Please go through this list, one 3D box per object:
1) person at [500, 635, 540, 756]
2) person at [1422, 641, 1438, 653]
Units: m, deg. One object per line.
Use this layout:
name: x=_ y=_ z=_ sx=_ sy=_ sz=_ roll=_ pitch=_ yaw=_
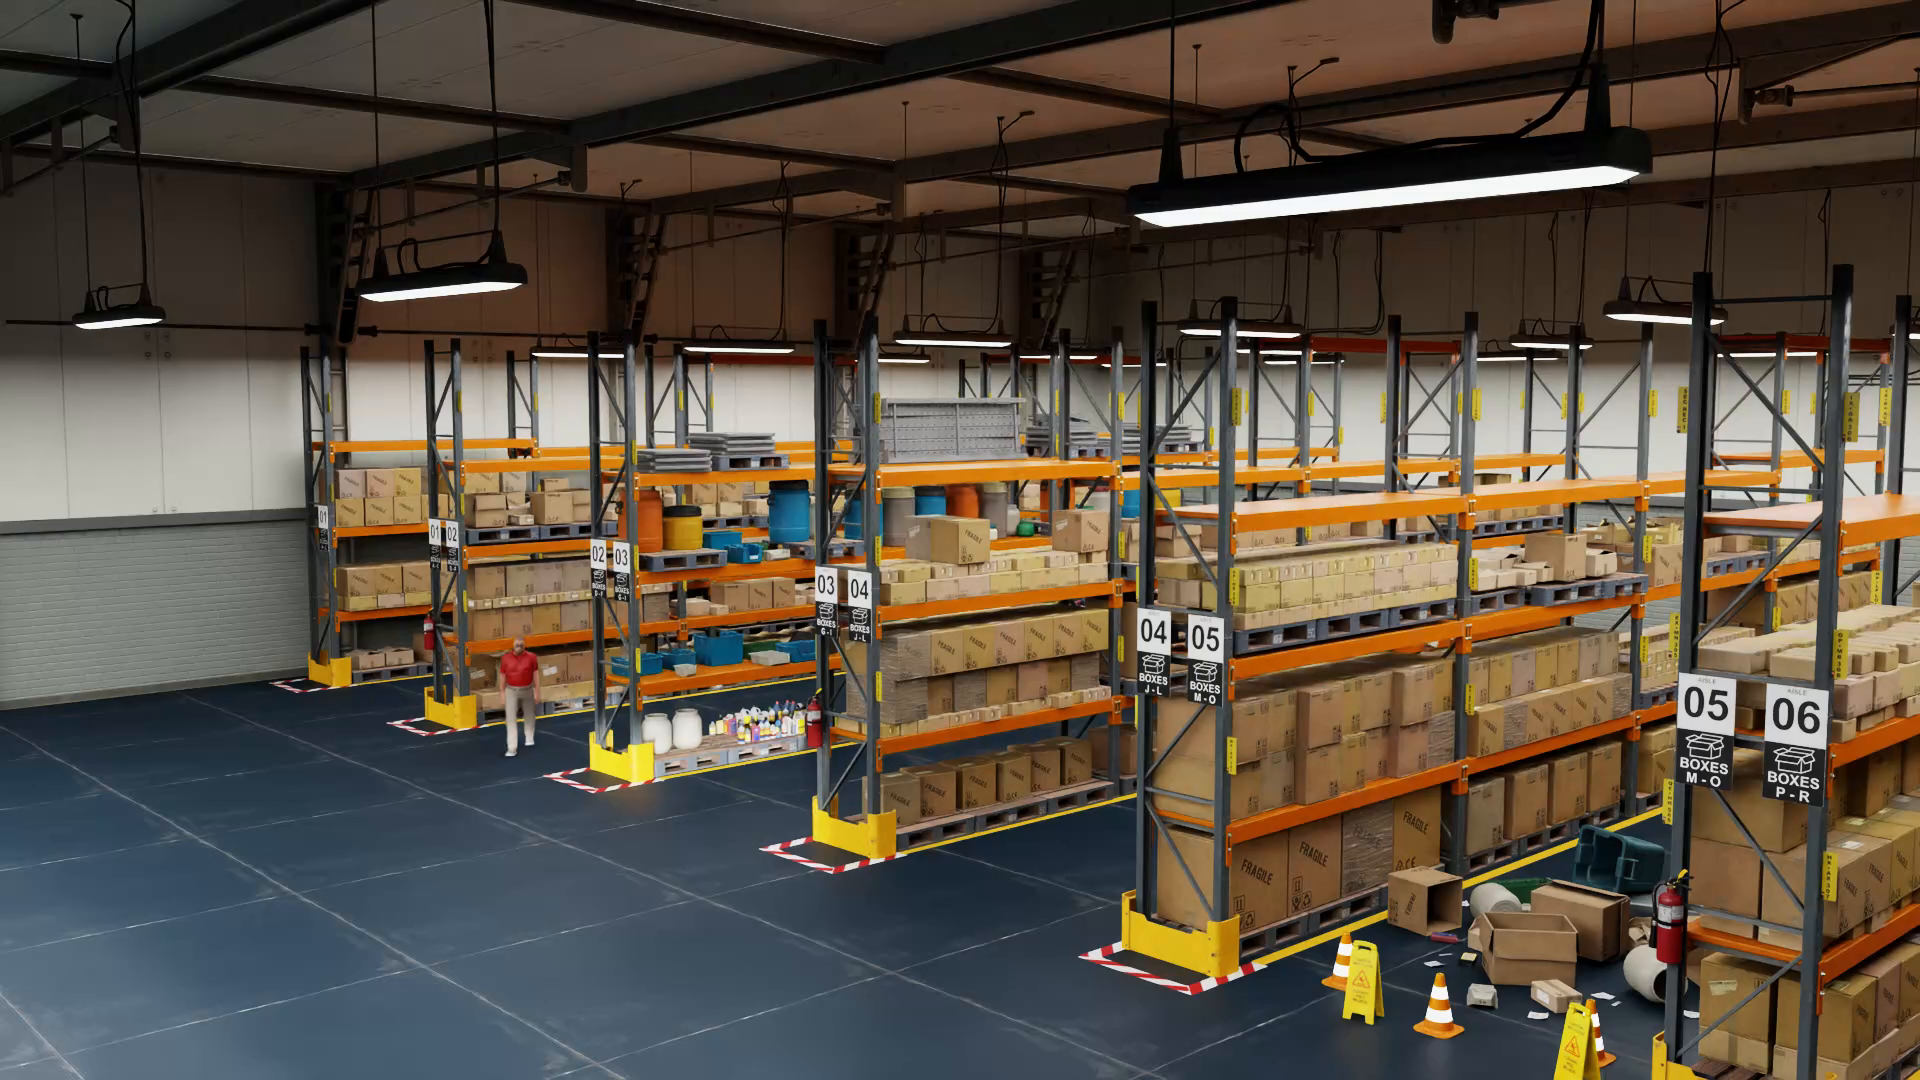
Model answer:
person: x=-6.360 y=2.208 z=24.016 sx=0.547 sy=1.685 sz=0.899 roll=-2 pitch=5 yaw=-23
person: x=6.595 y=2.221 z=23.562 sx=1.093 sy=1.726 sz=0.654 roll=-5 pitch=7 yaw=-44
